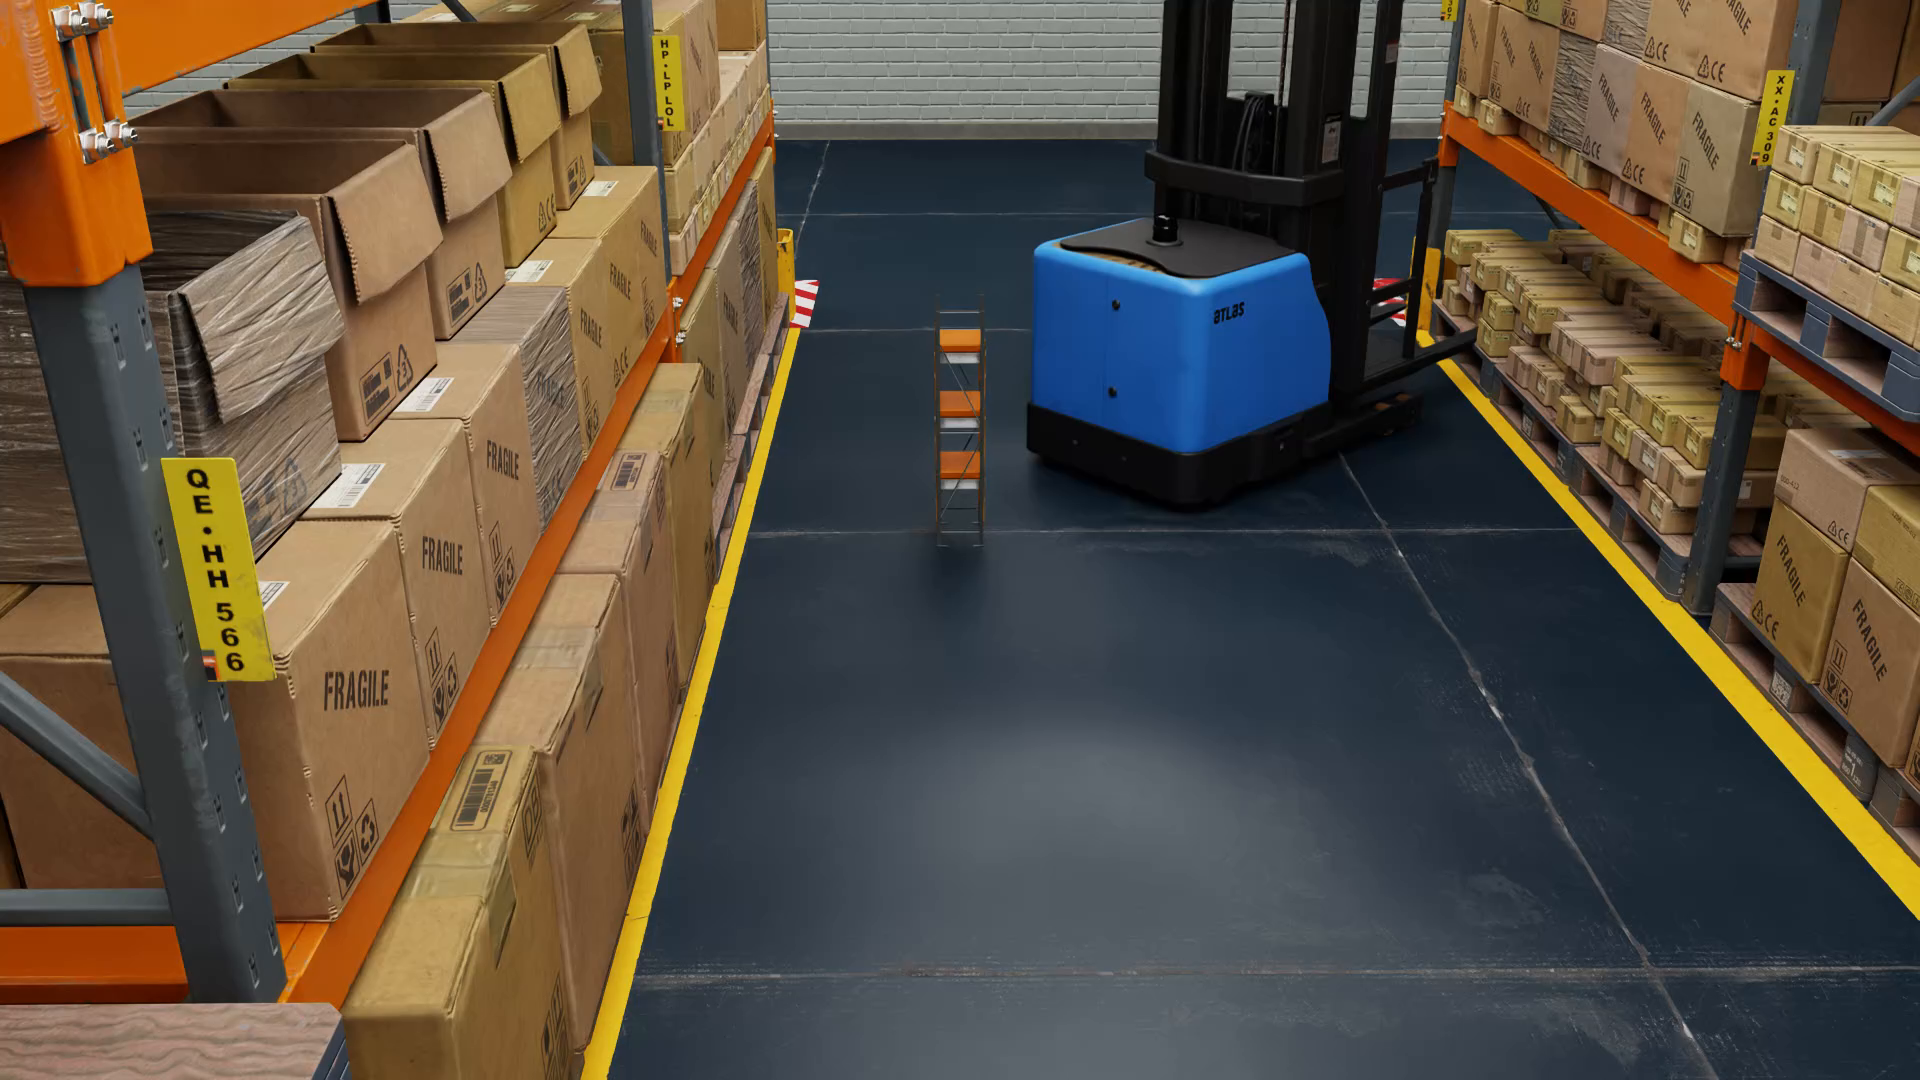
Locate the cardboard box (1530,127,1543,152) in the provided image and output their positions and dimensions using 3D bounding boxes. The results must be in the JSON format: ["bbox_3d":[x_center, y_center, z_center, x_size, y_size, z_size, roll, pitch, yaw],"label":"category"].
[{"bbox_3d":[3.135,-2.052,8.453,0.380,0.149,0.250,0,24,-1],"label":"cardboard box"}]

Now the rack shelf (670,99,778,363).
[{"bbox_3d":[-1.592,-1.603,8.028,1.077,0.370,4.000,0,24,-1],"label":"rack shelf"}]

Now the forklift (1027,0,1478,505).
[{"bbox_3d":[1.733,-1.999,8.113,3.031,2.935,1.130,-22,32,-39],"label":"forklift"}]

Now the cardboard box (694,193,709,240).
[{"bbox_3d":[-1.247,-1.333,6.861,0.380,0.149,0.250,1,24,1],"label":"cardboard box"}]

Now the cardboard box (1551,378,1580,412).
[{"bbox_3d":[3.099,-0.674,8.051,0.380,0.149,0.250,0,24,0],"label":"cardboard box"}]

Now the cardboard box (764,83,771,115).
[{"bbox_3d":[-1.281,-2.495,9.432,0.380,0.149,0.250,0,24,0],"label":"cardboard box"}]

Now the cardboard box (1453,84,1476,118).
[{"bbox_3d":[3.023,-2.486,9.412,0.380,0.149,0.250,0,24,-1],"label":"cardboard box"}]

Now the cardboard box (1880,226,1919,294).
[{"bbox_3d":[2.947,-0.815,4.847,0.380,0.149,0.250,-1,24,-3],"label":"cardboard box"}]

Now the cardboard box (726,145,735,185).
[{"bbox_3d":[-1.259,-1.758,7.802,0.380,0.149,0.250,-1,24,-2],"label":"cardboard box"}]

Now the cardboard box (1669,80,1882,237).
[{"bbox_3d":[3.103,-1.467,6.371,0.500,0.500,0.500,0,24,0],"label":"cardboard box"}]

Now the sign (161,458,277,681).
[{"bbox_3d":[-0.984,0.044,2.205,0.100,0.325,0.005,0,24,-1],"label":"sign"}]

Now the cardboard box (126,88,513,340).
[{"bbox_3d":[-1.536,-0.807,4.057,0.797,0.503,0.637,1,24,1],"label":"cardboard box"}]

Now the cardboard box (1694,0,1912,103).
[{"bbox_3d":[3.115,-1.917,6.152,0.500,0.500,0.500,-1,24,-2],"label":"cardboard box"}]

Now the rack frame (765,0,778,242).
[{"bbox_3d":[-1.614,-2.755,9.702,1.000,3.000,0.127,0,24,-1],"label":"rack frame"}]

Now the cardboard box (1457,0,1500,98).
[{"bbox_3d":[3.076,-2.731,9.165,0.500,0.500,0.500,1,24,2],"label":"cardboard box"}]

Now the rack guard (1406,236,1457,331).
[{"bbox_3d":[3.348,-1.566,10.105,1.175,0.500,0.348,0,24,-1],"label":"rack guard"}]

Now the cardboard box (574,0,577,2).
[{"bbox_3d":[-1.861,-2.546,8.149,0.500,0.500,0.500,-1,24,-2],"label":"cardboard box"}]

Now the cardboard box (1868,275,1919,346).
[{"bbox_3d":[2.944,-0.679,4.907,0.380,0.149,0.250,0,24,0],"label":"cardboard box"}]

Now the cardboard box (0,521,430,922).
[{"bbox_3d":[-1.260,0.294,2.838,0.500,0.500,0.500,0,24,1],"label":"cardboard box"}]

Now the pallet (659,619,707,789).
[{"bbox_3d":[-1.486,0.481,5.930,1.003,0.211,1.213,0,24,-1],"label":"pallet"}]

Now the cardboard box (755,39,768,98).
[{"bbox_3d":[-1.343,-2.624,9.232,0.500,0.250,0.500,-1,24,-1],"label":"cardboard box"}]

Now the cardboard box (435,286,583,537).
[{"bbox_3d":[-1.280,-0.335,4.230,0.500,0.500,0.500,0,24,0],"label":"cardboard box"}]

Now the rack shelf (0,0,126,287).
[{"bbox_3d":[-1.505,0.327,0.121,1.077,0.370,4.000,0,24,-1],"label":"rack shelf"}]

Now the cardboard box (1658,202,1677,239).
[{"bbox_3d":[3.099,-1.306,6.802,0.380,0.149,0.250,1,24,2],"label":"cardboard box"}]

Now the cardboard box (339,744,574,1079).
[{"bbox_3d":[-1.513,1.034,3.393,1.225,0.875,0.875,-1,24,-3],"label":"cardboard box"}]

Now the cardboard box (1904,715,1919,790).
[{"bbox_3d":[3.160,0.600,4.808,0.500,0.500,0.500,0,24,0],"label":"cardboard box"}]

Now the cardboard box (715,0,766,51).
[{"bbox_3d":[-1.346,-2.964,9.075,0.500,0.500,0.500,0,24,0],"label":"cardboard box"}]

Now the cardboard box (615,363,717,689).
[{"bbox_3d":[-1.543,-0.066,5.826,1.225,0.875,0.875,0,24,0],"label":"cardboard box"}]

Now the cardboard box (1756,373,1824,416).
[{"bbox_3d":[3.598,-0.612,7.190,0.380,0.149,0.250,-1,24,-1],"label":"cardboard box"}]

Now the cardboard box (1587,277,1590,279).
[{"bbox_3d":[3.587,-1.440,9.382,0.380,0.149,0.250,-1,24,-2],"label":"cardboard box"}]

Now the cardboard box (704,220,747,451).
[{"bbox_3d":[-1.507,-0.973,7.831,0.875,0.875,0.875,0,24,-1],"label":"cardboard box"}]

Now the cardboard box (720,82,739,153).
[{"bbox_3d":[-1.322,-1.990,7.832,0.500,0.250,0.500,0,24,0],"label":"cardboard box"}]

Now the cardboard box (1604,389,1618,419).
[{"bbox_3d":[3.129,-0.569,7.458,0.380,0.149,0.250,0,24,0],"label":"cardboard box"}]

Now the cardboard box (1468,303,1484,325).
[{"bbox_3d":[3.117,-1.303,9.442,0.380,0.149,0.250,0,24,-1],"label":"cardboard box"}]

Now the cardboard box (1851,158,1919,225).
[{"bbox_3d":[2.944,-1.051,5.006,0.380,0.149,0.250,0,24,0],"label":"cardboard box"}]

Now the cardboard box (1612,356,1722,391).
[{"bbox_3d":[3.149,-0.711,7.411,0.380,0.149,0.250,1,24,1],"label":"cardboard box"}]

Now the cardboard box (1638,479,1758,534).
[{"bbox_3d":[3.046,-0.140,6.869,0.380,0.149,0.250,0,24,0],"label":"cardboard box"}]

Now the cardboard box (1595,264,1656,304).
[{"bbox_3d":[3.621,-1.365,8.857,0.380,0.149,0.250,-1,24,-3],"label":"cardboard box"}]

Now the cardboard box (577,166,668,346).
[{"bbox_3d":[-1.292,-0.961,5.613,0.500,0.500,0.500,0,24,0],"label":"cardboard box"}]

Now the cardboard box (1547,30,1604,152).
[{"bbox_3d":[3.111,-2.098,7.767,0.500,0.500,0.500,-1,24,-2],"label":"cardboard box"}]

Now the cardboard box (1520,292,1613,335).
[{"bbox_3d":[3.047,-1.140,8.358,0.380,0.149,0.250,0,24,0],"label":"cardboard box"}]

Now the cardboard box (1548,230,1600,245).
[{"bbox_3d":[3.606,-1.682,9.557,0.380,0.149,0.250,0,24,0],"label":"cardboard box"}]

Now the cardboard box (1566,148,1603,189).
[{"bbox_3d":[3.065,-1.734,7.748,0.380,0.149,0.250,0,24,0],"label":"cardboard box"}]

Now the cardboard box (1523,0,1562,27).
[{"bbox_3d":[3.082,-2.764,8.025,0.500,0.500,0.500,-1,24,-2],"label":"cardboard box"}]

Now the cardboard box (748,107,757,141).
[{"bbox_3d":[-1.273,-2.182,8.738,0.380,0.149,0.250,0,24,0],"label":"cardboard box"}]

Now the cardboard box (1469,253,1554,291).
[{"bbox_3d":[3.011,-1.464,9.076,0.380,0.149,0.250,0,24,-1],"label":"cardboard box"}]

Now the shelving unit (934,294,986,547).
[{"bbox_3d":[-0.001,-0.500,7.082,0.215,1.050,0.252,0,24,-1],"label":"shelving unit"}]

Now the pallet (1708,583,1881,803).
[{"bbox_3d":[3.401,0.504,5.880,1.003,0.211,1.213,0,24,-1],"label":"pallet"}]

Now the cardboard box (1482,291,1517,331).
[{"bbox_3d":[3.028,-1.227,8.912,0.380,0.149,0.250,0,24,1],"label":"cardboard box"}]

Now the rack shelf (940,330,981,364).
[{"bbox_3d":[-0.001,-0.812,6.942,0.184,0.087,0.229,0,24,-1],"label":"rack shelf"}]

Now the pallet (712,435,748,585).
[{"bbox_3d":[-1.500,-0.150,7.326,1.003,0.211,1.213,0,24,-1],"label":"pallet"}]
